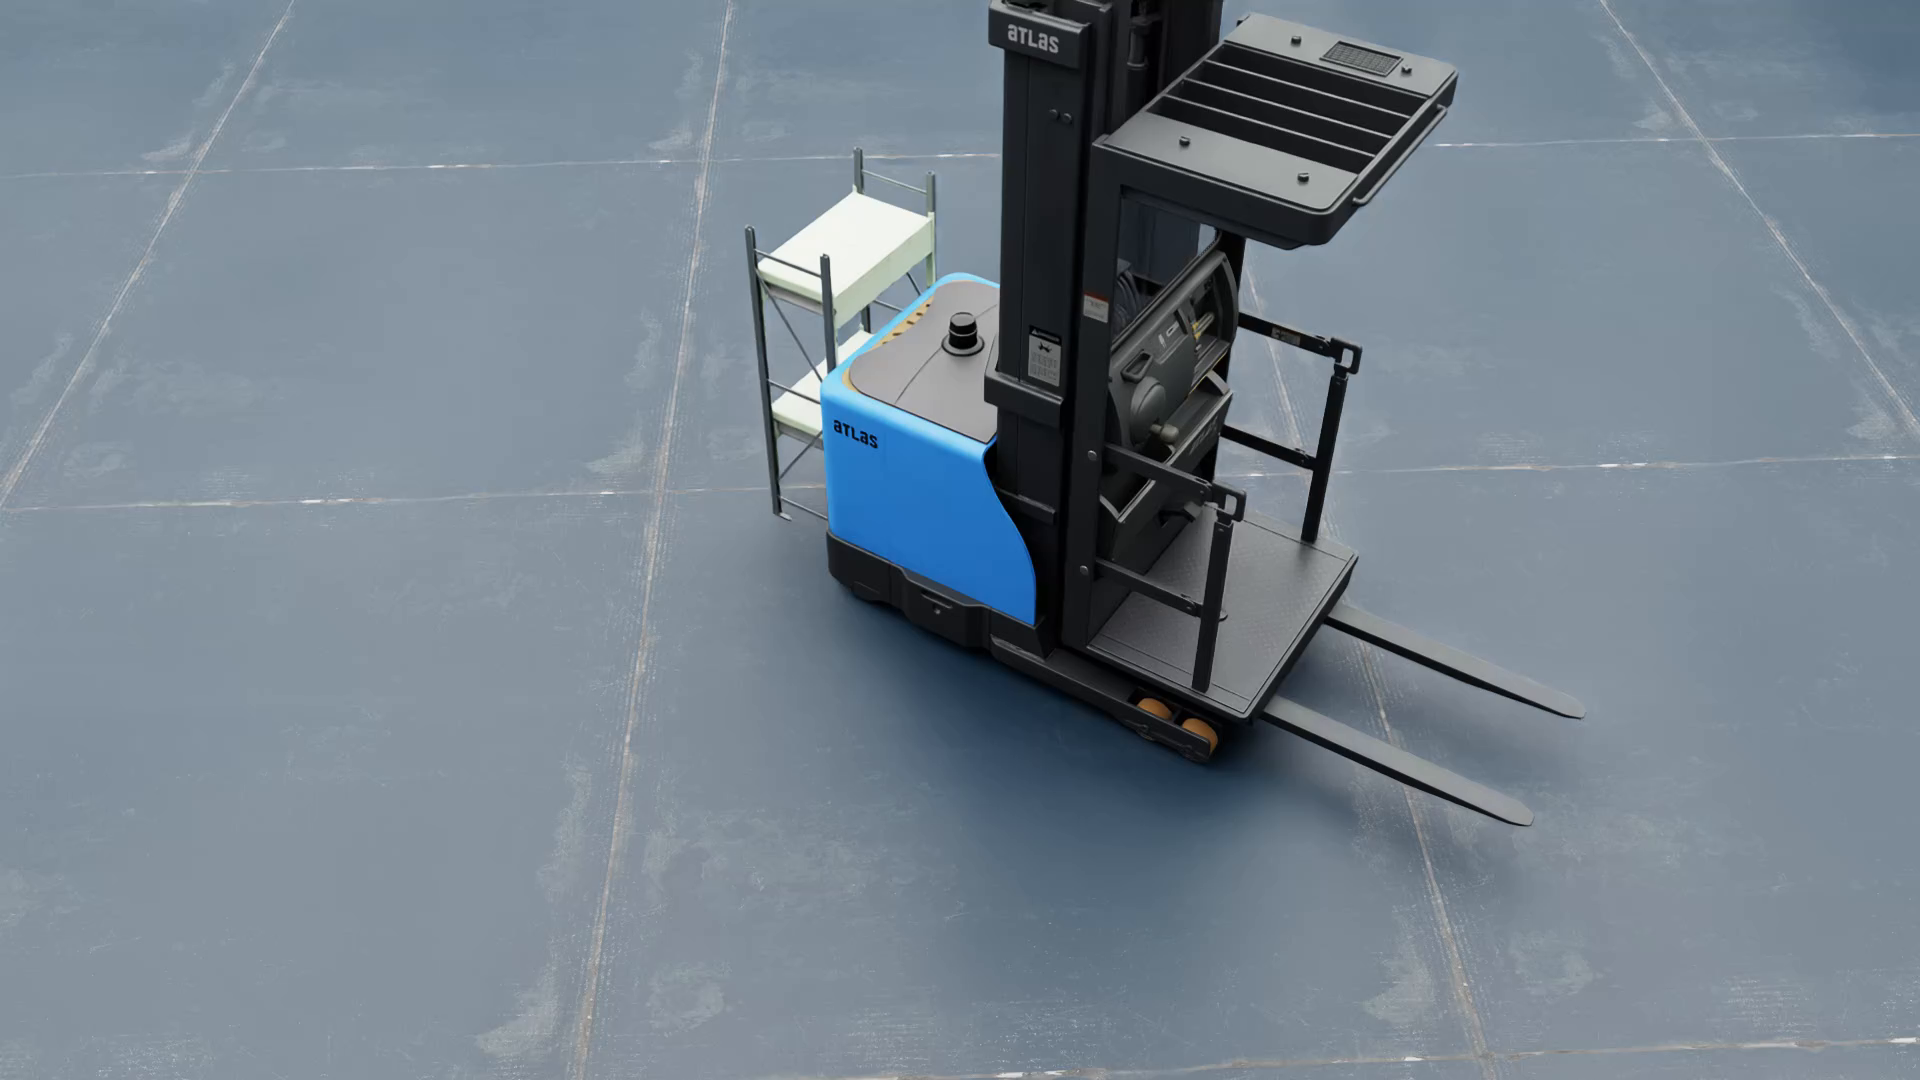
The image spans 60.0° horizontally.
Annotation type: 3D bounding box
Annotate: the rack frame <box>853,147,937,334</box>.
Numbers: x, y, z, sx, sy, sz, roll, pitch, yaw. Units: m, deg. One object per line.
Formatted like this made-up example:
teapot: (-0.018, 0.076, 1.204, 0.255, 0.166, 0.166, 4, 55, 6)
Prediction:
rack frame: (-0.274, -1.020, 7.402, 0.400, 1.500, 0.023, 24, 48, 24)

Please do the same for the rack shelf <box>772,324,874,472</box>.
rack shelf: (-0.473, -0.572, 7.396, 0.431, 0.370, 0.720, 24, 48, 24)

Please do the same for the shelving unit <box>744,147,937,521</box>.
shelving unit: (-0.473, -0.812, 7.176, 0.431, 1.500, 0.755, 24, 48, 24)

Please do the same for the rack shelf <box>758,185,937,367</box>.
rack shelf: (-0.473, -1.100, 6.912, 0.431, 0.370, 0.720, 24, 48, 24)

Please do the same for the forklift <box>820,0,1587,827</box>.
forklift: (0.949, -0.635, 5.923, 3.031, 2.935, 1.130, 24, 48, 24)

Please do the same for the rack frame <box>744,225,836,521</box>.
rack frame: (-0.672, -0.604, 6.949, 0.400, 1.500, 0.023, 24, 48, 24)
